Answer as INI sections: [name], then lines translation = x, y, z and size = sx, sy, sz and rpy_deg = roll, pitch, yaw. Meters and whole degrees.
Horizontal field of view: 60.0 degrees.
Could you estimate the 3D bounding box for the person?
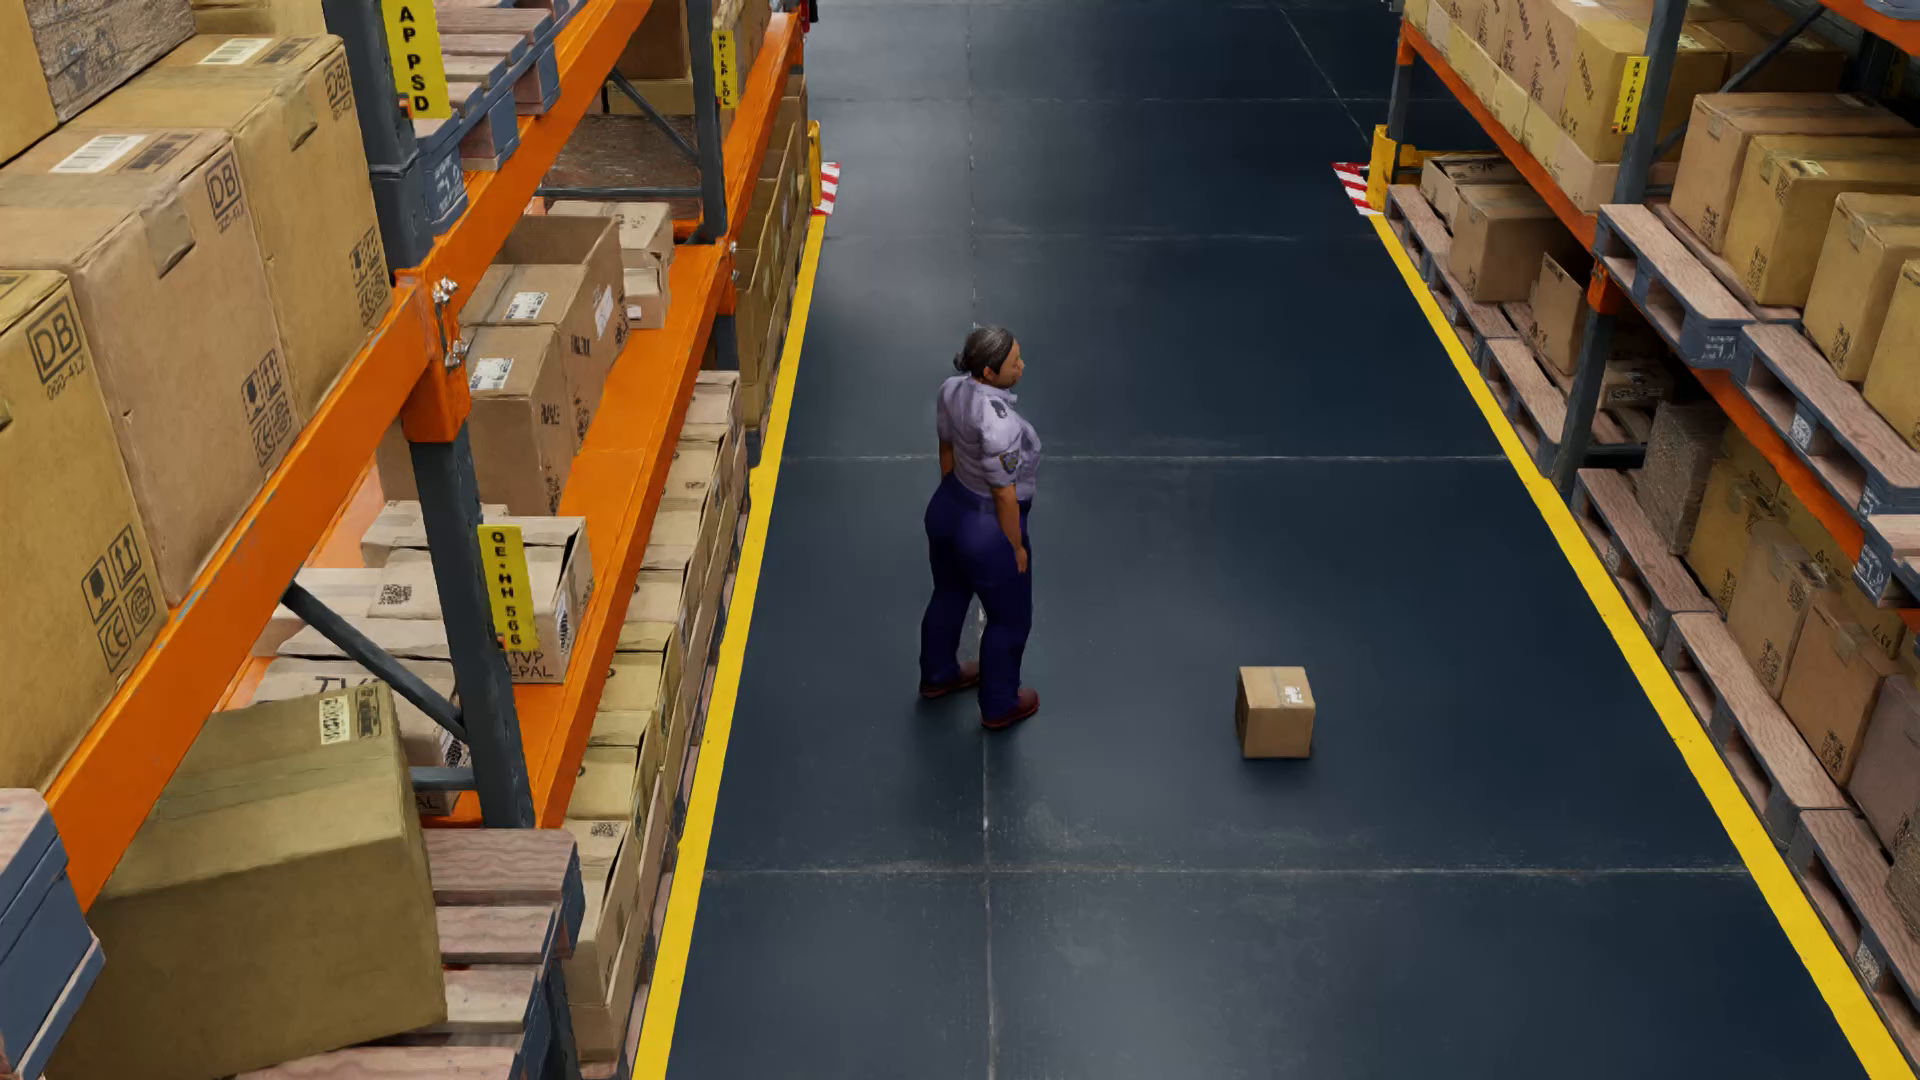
[person]
translation = 0.094, -0.051, 6.210
size = 0.396, 1.647, 0.484
rpy_deg = -18, 36, -27
